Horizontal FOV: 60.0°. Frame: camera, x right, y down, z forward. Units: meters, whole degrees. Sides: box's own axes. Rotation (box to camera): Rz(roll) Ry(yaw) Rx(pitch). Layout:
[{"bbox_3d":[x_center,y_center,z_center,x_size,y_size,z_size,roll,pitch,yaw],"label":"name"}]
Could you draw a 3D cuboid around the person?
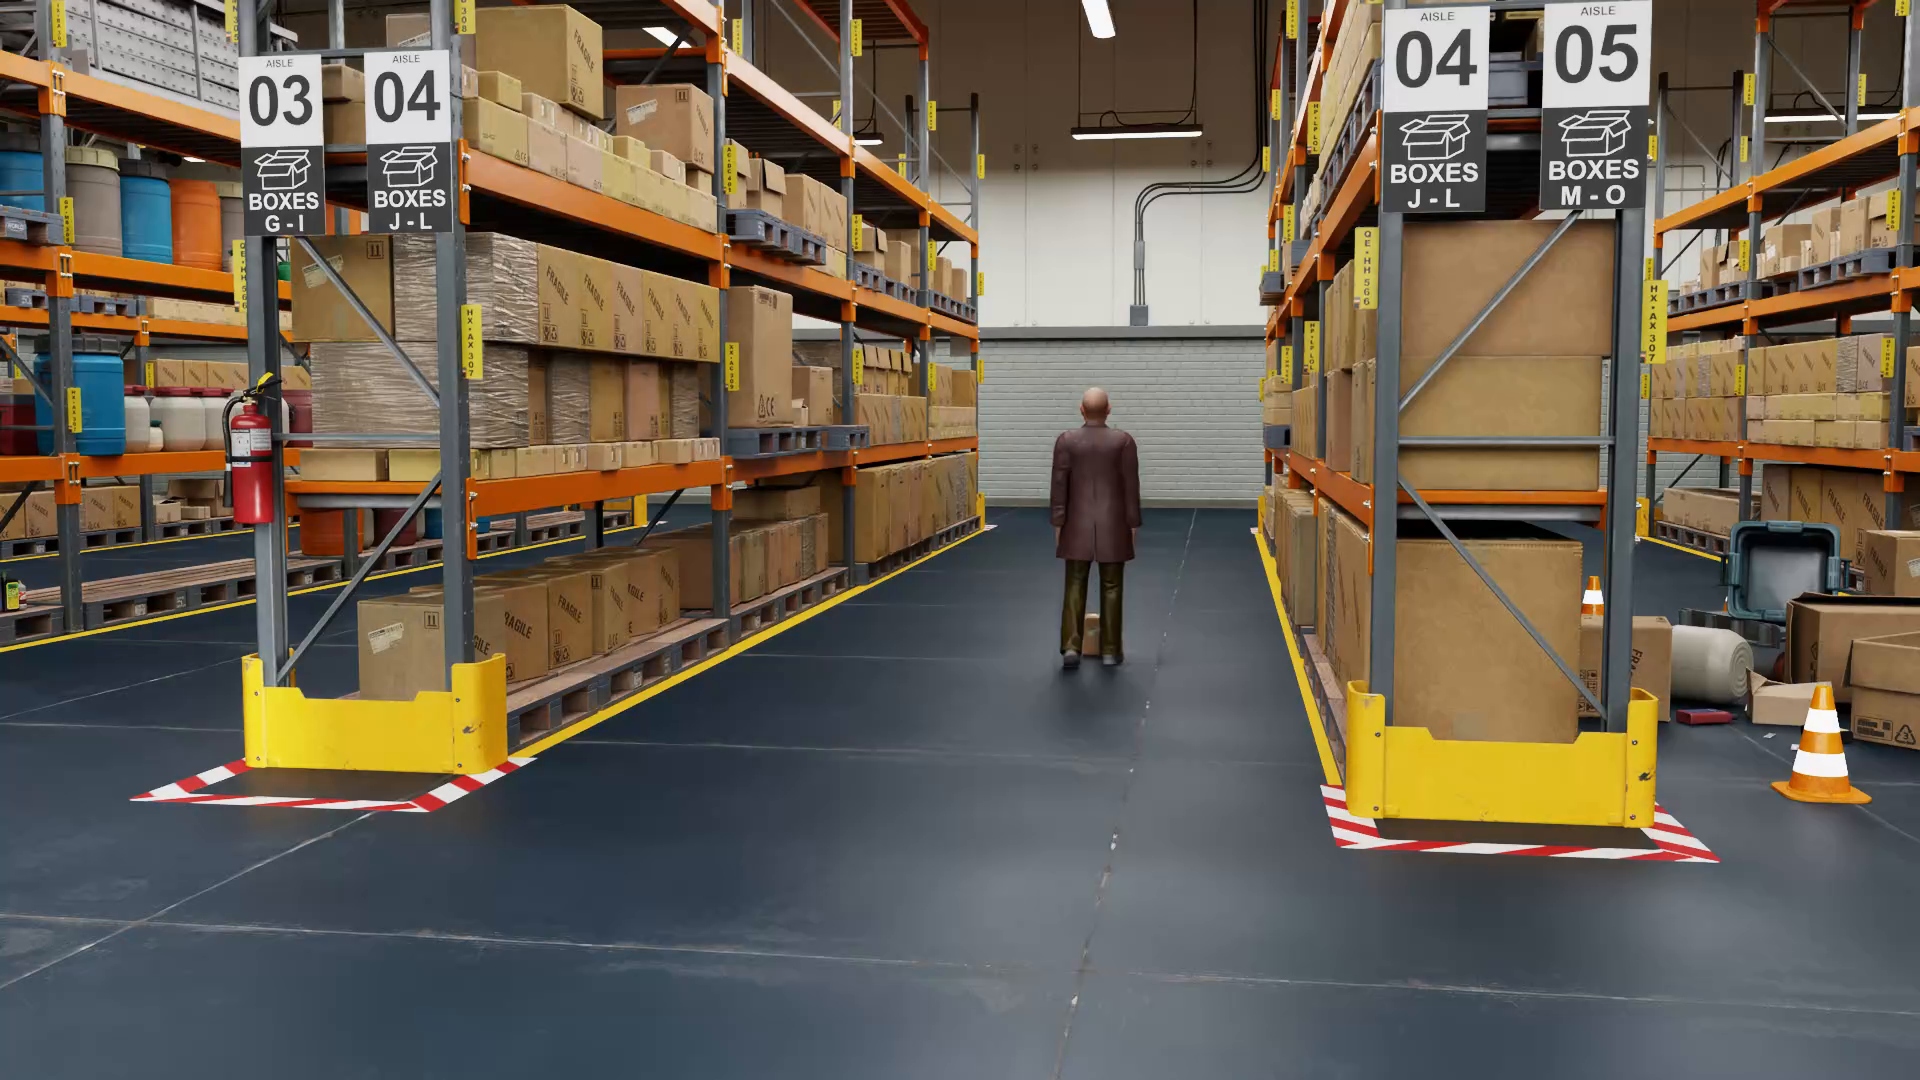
[{"bbox_3d":[0.873,-0.043,10.673,0.588,1.862,0.534,1,4,9],"label":"person"}]
